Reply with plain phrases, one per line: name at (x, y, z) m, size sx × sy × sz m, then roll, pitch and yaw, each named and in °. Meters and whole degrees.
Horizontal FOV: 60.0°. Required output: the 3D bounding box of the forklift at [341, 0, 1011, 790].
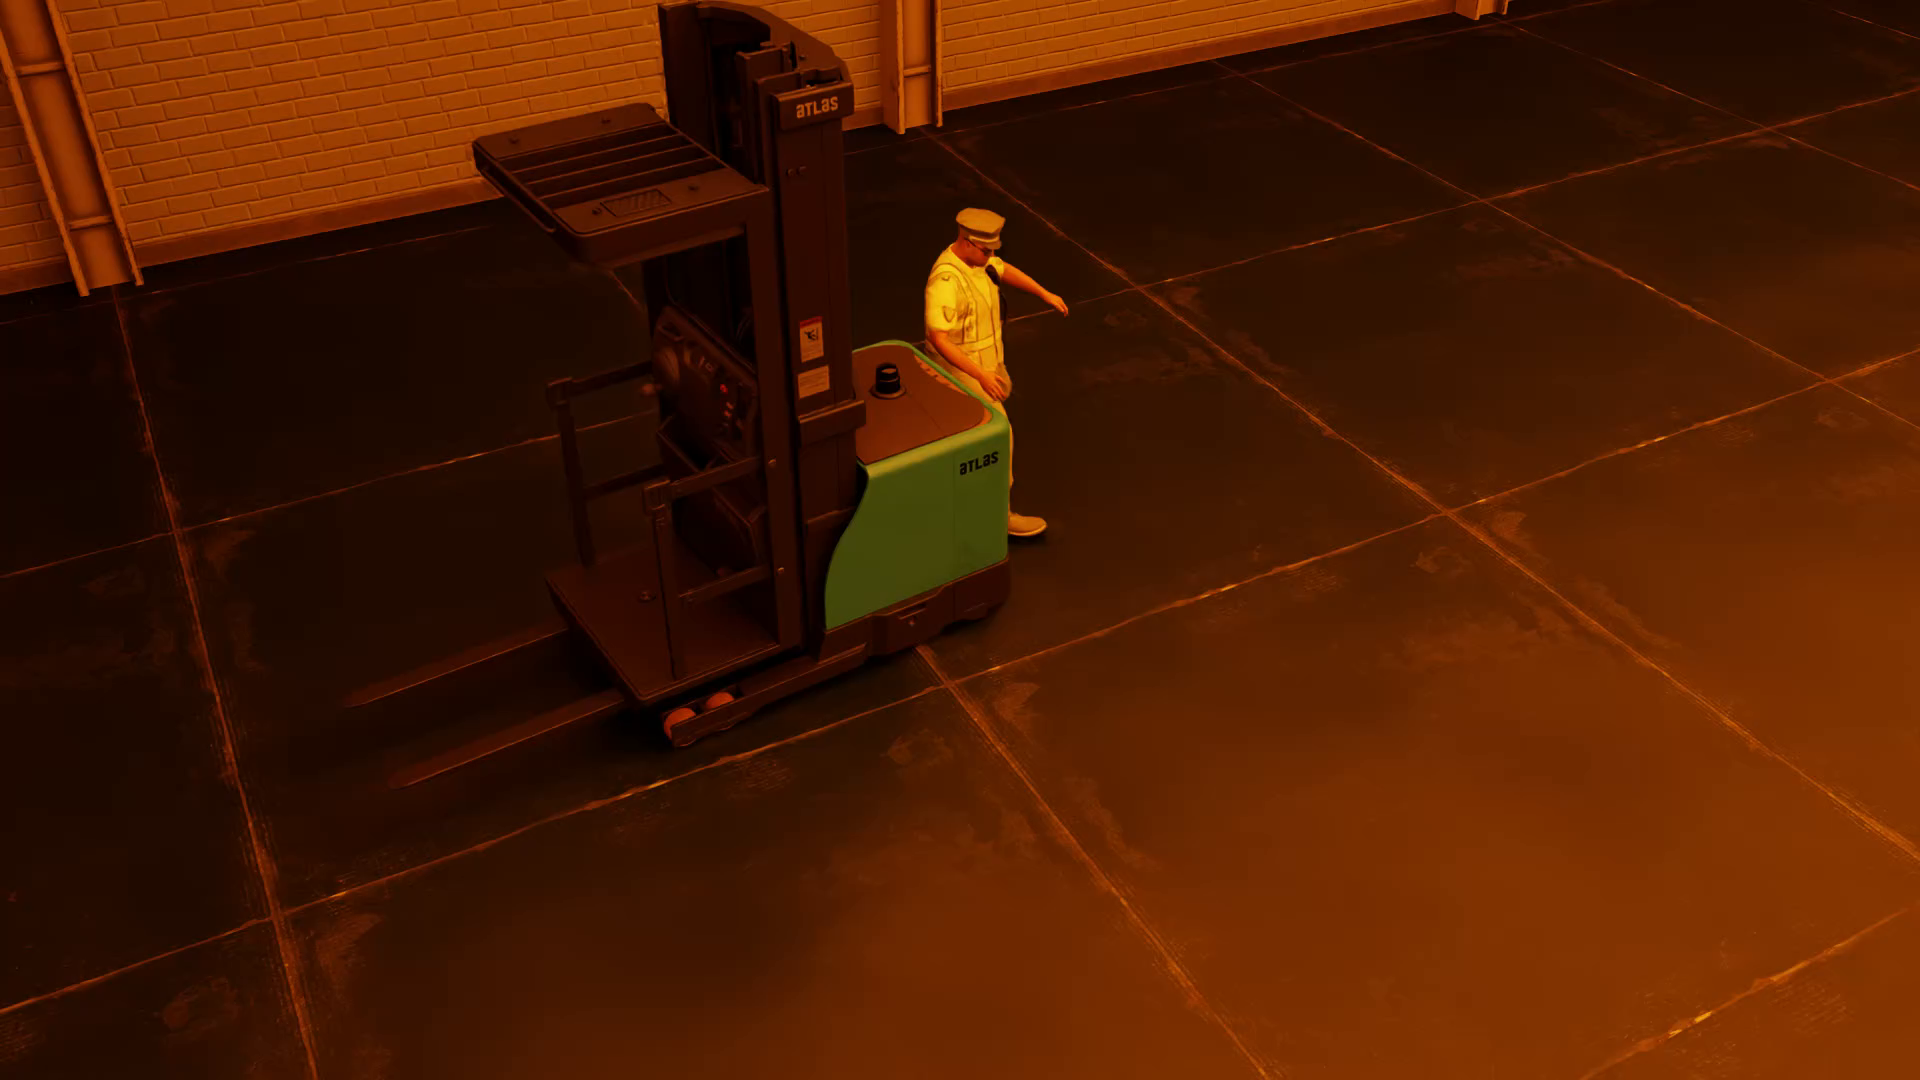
forklift at (-1.265, -0.633, 7.018) m, size 3.031 × 2.935 × 1.130 m, roll -21°, pitch 40°, yaw -27°

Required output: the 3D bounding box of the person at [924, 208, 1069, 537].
person at (0.165, -0.967, 8.713) m, size 0.964 × 1.599 × 1.069 m, roll 14°, pitch 38°, yaw 19°
